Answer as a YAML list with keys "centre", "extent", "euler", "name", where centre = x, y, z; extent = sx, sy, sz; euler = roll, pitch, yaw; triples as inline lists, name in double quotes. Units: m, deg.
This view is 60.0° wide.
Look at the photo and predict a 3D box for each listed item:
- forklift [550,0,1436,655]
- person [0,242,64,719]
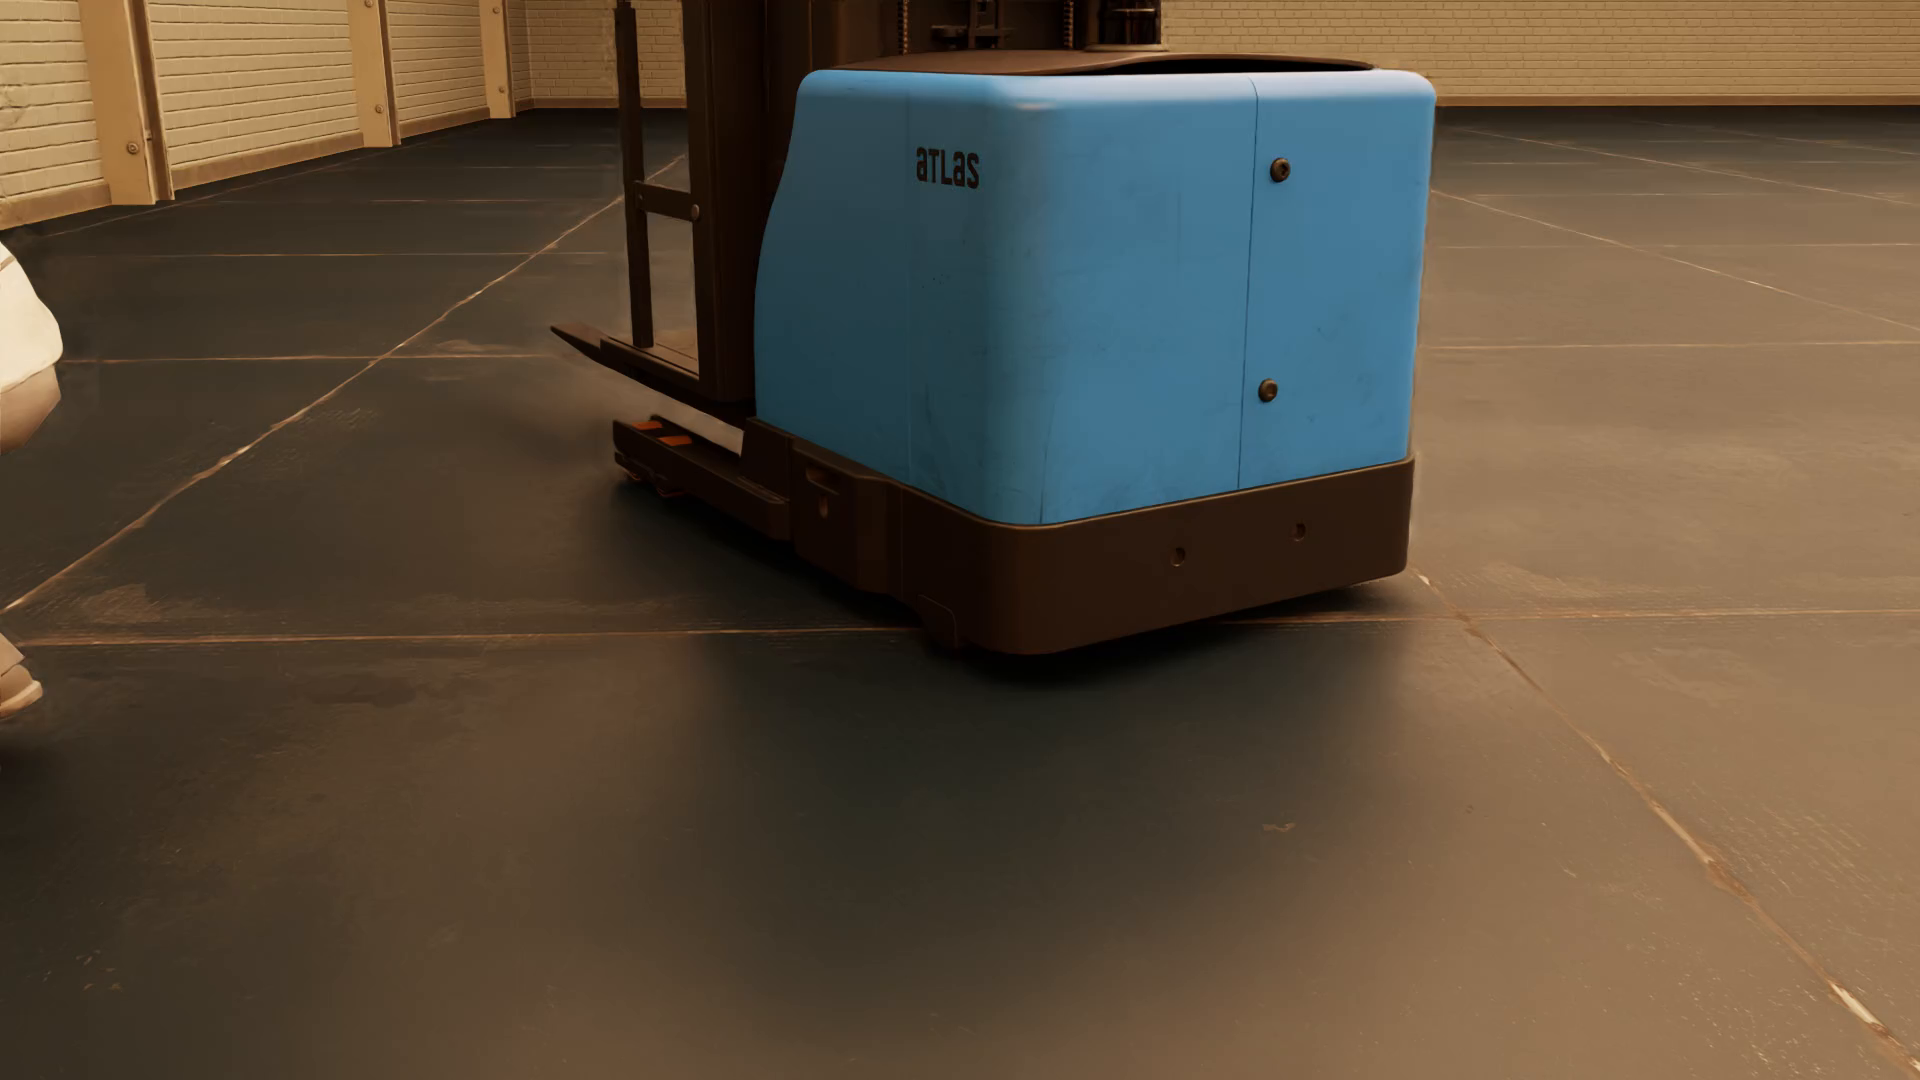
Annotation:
- centre: [-0.264, -1.570, 4.041]
  extent: [1.130, 2.935, 3.031]
  euler: [-10, 20, -30]
  name: "forklift"
- centre: [-1.679, -0.194, 2.218]
  extent: [0.811, 1.452, 0.793]
  euler: [2, 17, 6]
  name: "person"
